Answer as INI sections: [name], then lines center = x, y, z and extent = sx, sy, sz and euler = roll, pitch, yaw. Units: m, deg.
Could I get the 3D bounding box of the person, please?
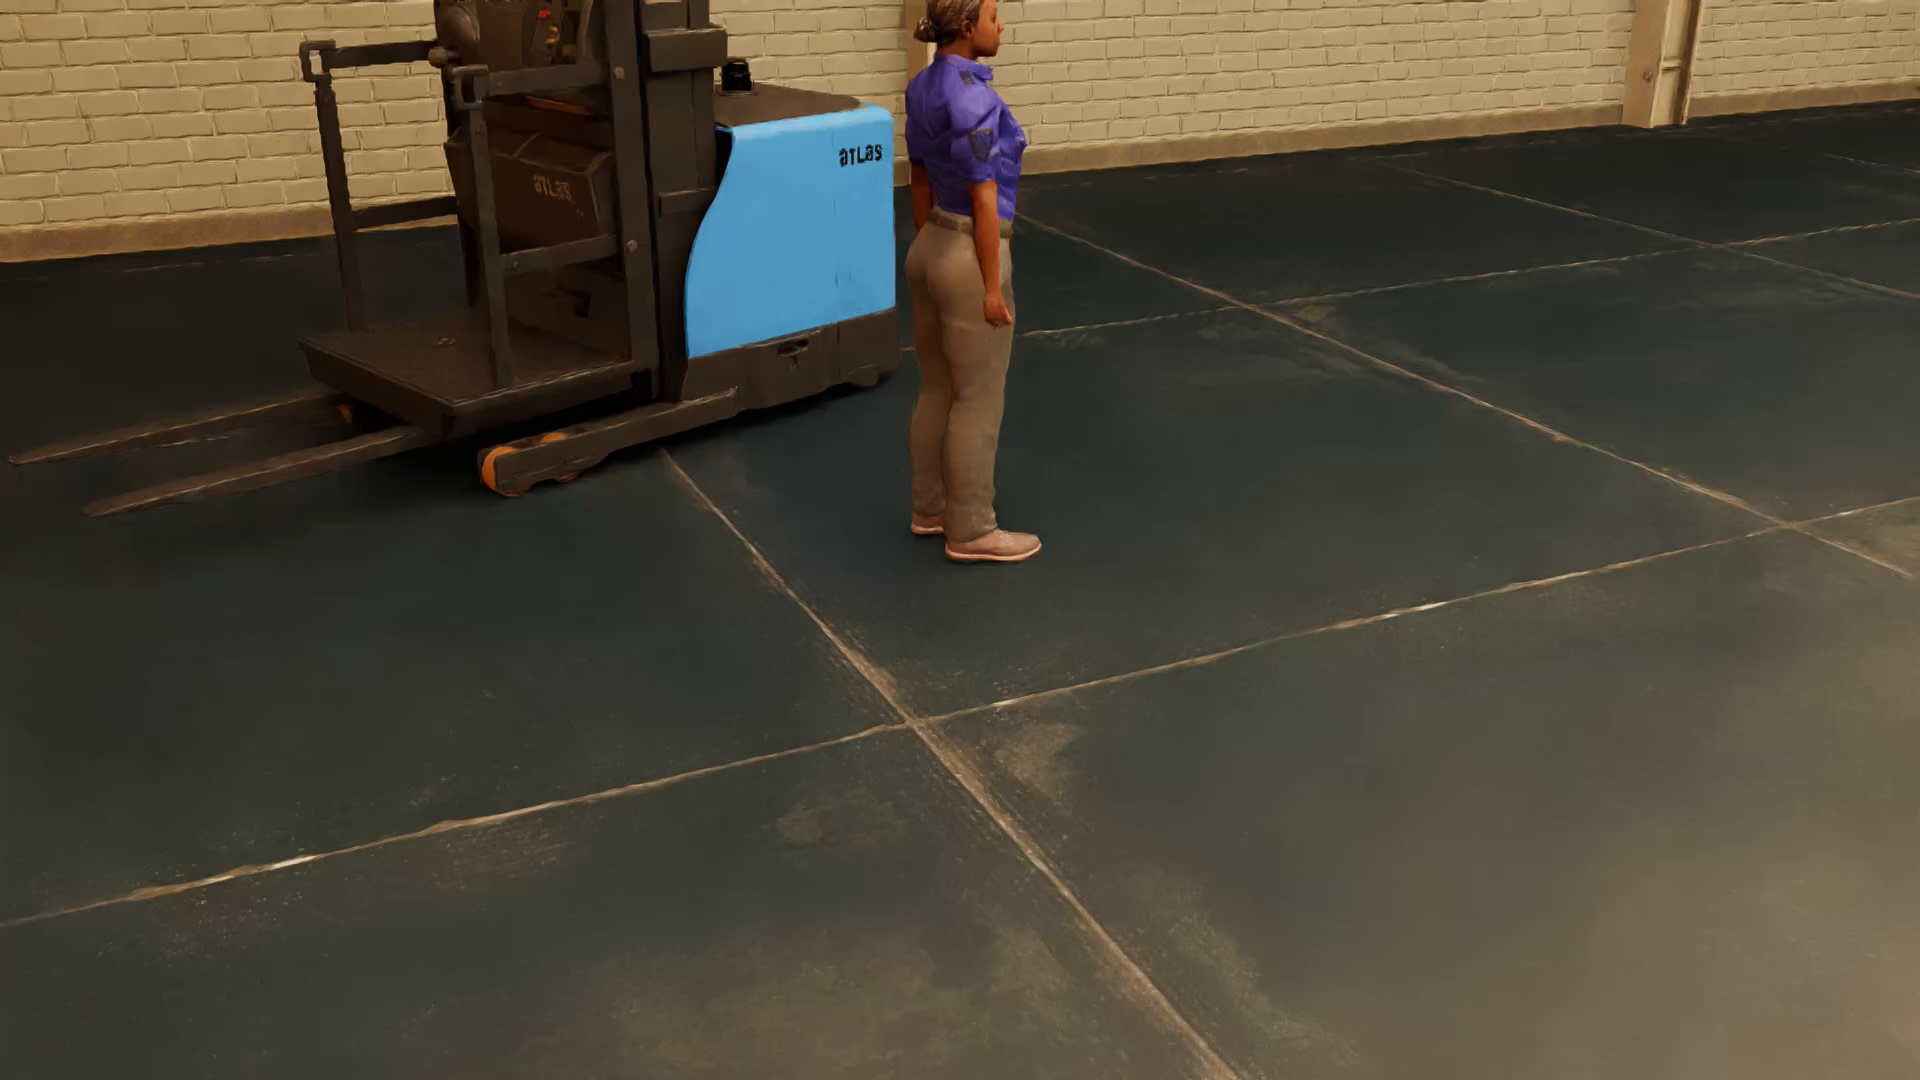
[person]
center = 0.024, -0.766, 4.793
extent = 0.320, 1.662, 0.446
euler = -10, 25, -23

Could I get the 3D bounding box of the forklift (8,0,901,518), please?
[forklift]
center = -1.632, -1.717, 5.420
extent = 1.130, 2.935, 3.031
euler = 21, 30, 41
